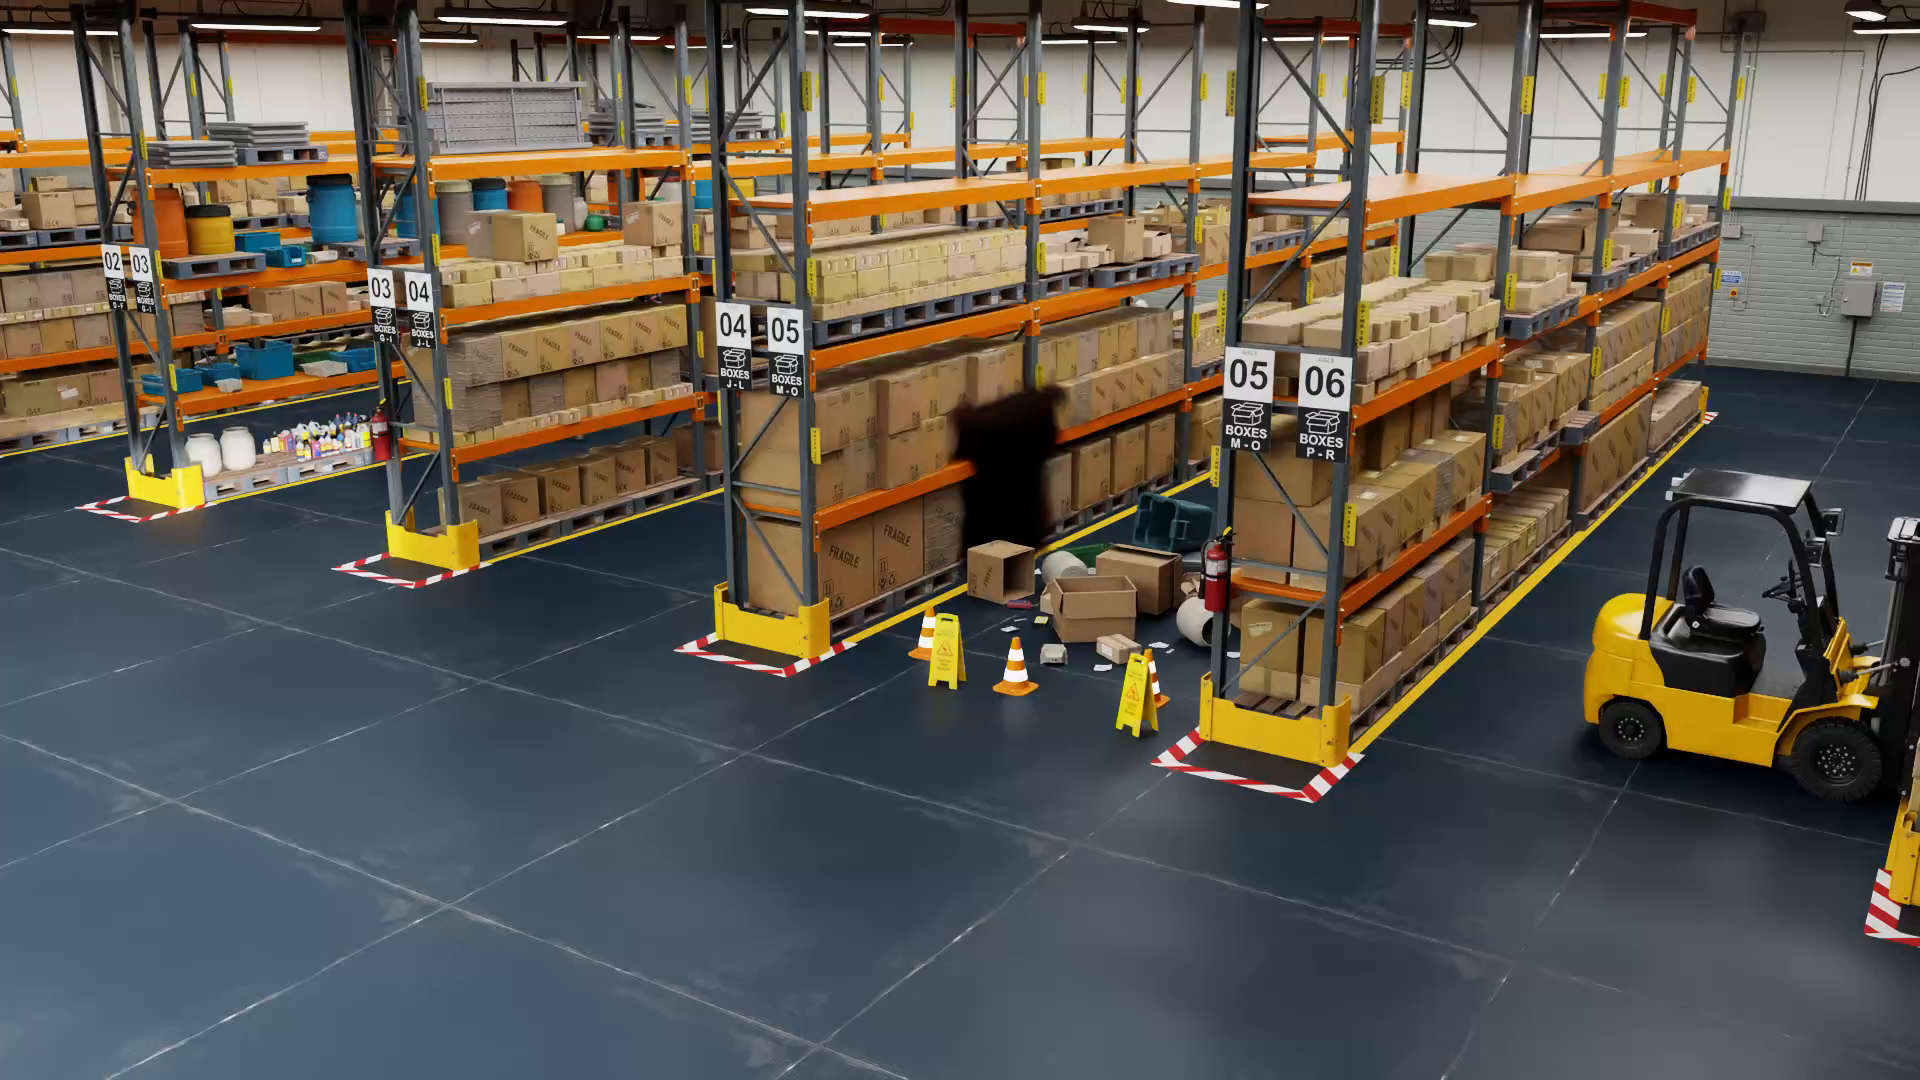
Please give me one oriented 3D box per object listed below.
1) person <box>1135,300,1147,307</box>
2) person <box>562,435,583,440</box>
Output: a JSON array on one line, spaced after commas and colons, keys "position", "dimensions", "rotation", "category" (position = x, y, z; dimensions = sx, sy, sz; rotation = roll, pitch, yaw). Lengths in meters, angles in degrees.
[{"position": [2.862, -2.975, 26.605], "dimensions": [0.571, 1.738, 0.972], "rotation": [9, 18, 29], "category": "person"}, {"position": [-5.769, -2.288, 24.397], "dimensions": [0.446, 1.658, 0.446], "rotation": [-1, 16, -3], "category": "person"}]
